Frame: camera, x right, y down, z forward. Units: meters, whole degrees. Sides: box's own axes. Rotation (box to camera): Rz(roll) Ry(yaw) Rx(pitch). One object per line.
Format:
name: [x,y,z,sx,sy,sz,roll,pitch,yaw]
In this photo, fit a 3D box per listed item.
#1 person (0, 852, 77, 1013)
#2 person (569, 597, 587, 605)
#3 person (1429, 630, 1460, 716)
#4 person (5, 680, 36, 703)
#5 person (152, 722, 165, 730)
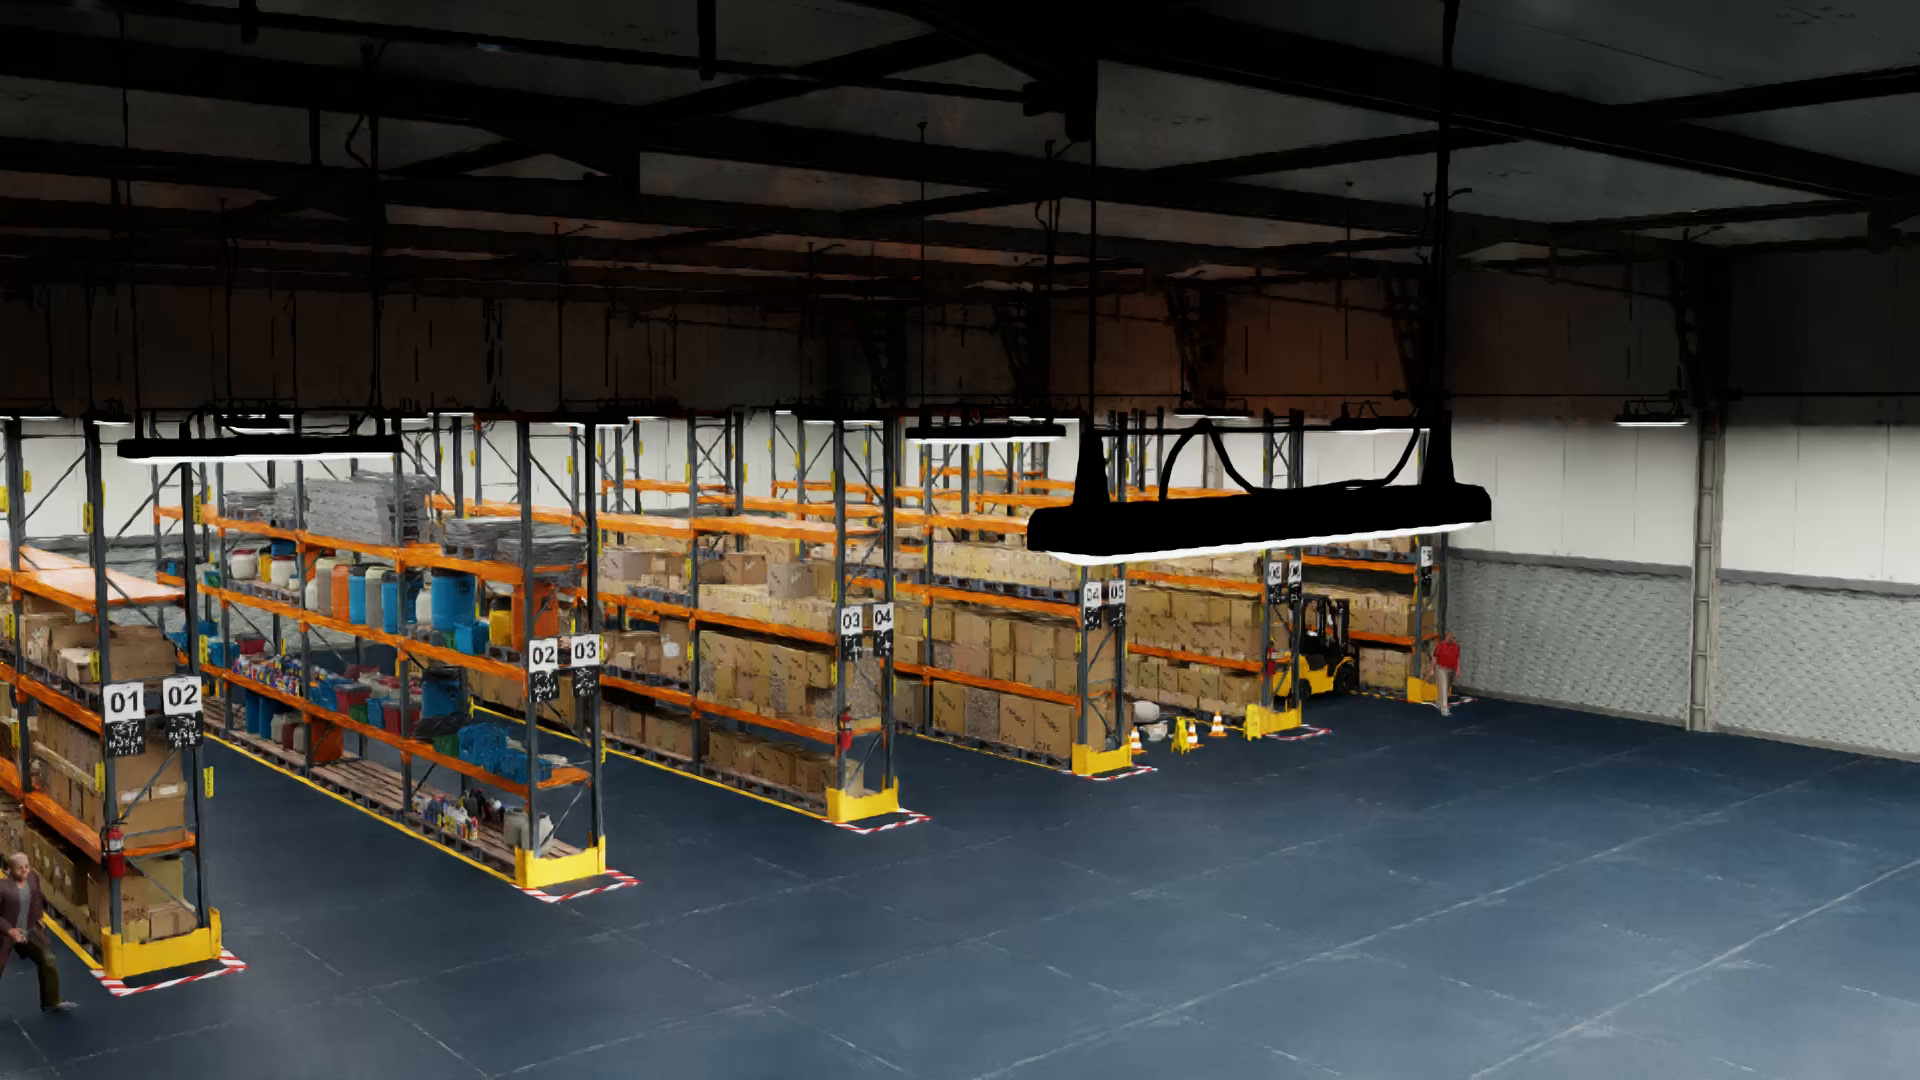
person: [-9.571,3.985,16.854,0.894,1.715,0.736,3,6,33]
person: [-9.264,1.949,40.526,0.541,1.704,0.532,2,5,17]
person: [9.635,2.605,32.908,0.586,1.677,0.966,-2,5,-17]
person: [-19.401,2.508,34.152,0.520,1.674,0.491,0,5,3]
person: [-13.882,3.031,28.809,0.415,1.517,1.041,-5,7,-43]
